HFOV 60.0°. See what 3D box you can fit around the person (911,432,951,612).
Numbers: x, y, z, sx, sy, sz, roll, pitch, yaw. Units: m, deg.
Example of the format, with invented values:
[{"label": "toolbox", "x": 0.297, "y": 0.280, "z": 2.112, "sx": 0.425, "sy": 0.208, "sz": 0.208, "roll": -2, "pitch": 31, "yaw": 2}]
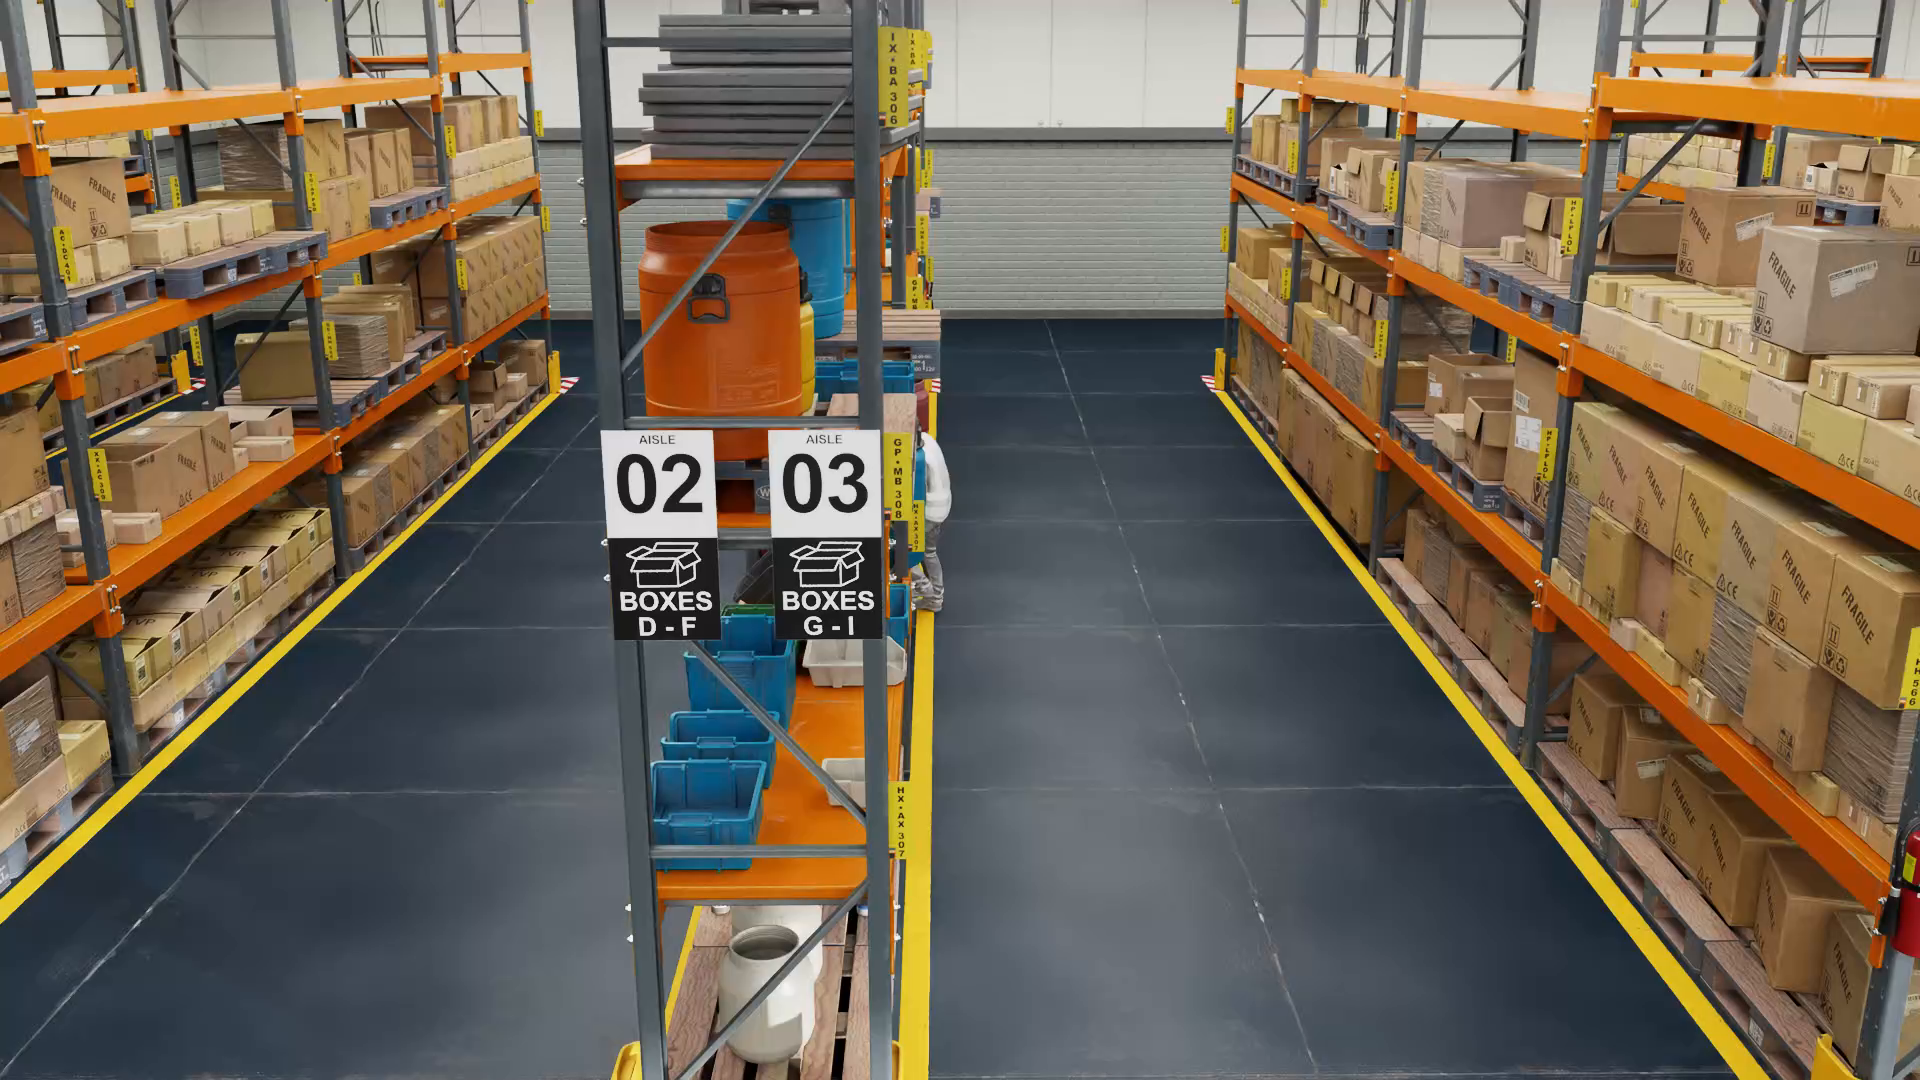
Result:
[{"label": "person", "x": -0.349, "y": -0.216, "z": 13.275, "sx": 0.538, "sy": 1.750, "sz": 0.619, "roll": 4, "pitch": 17, "yaw": 12}]
